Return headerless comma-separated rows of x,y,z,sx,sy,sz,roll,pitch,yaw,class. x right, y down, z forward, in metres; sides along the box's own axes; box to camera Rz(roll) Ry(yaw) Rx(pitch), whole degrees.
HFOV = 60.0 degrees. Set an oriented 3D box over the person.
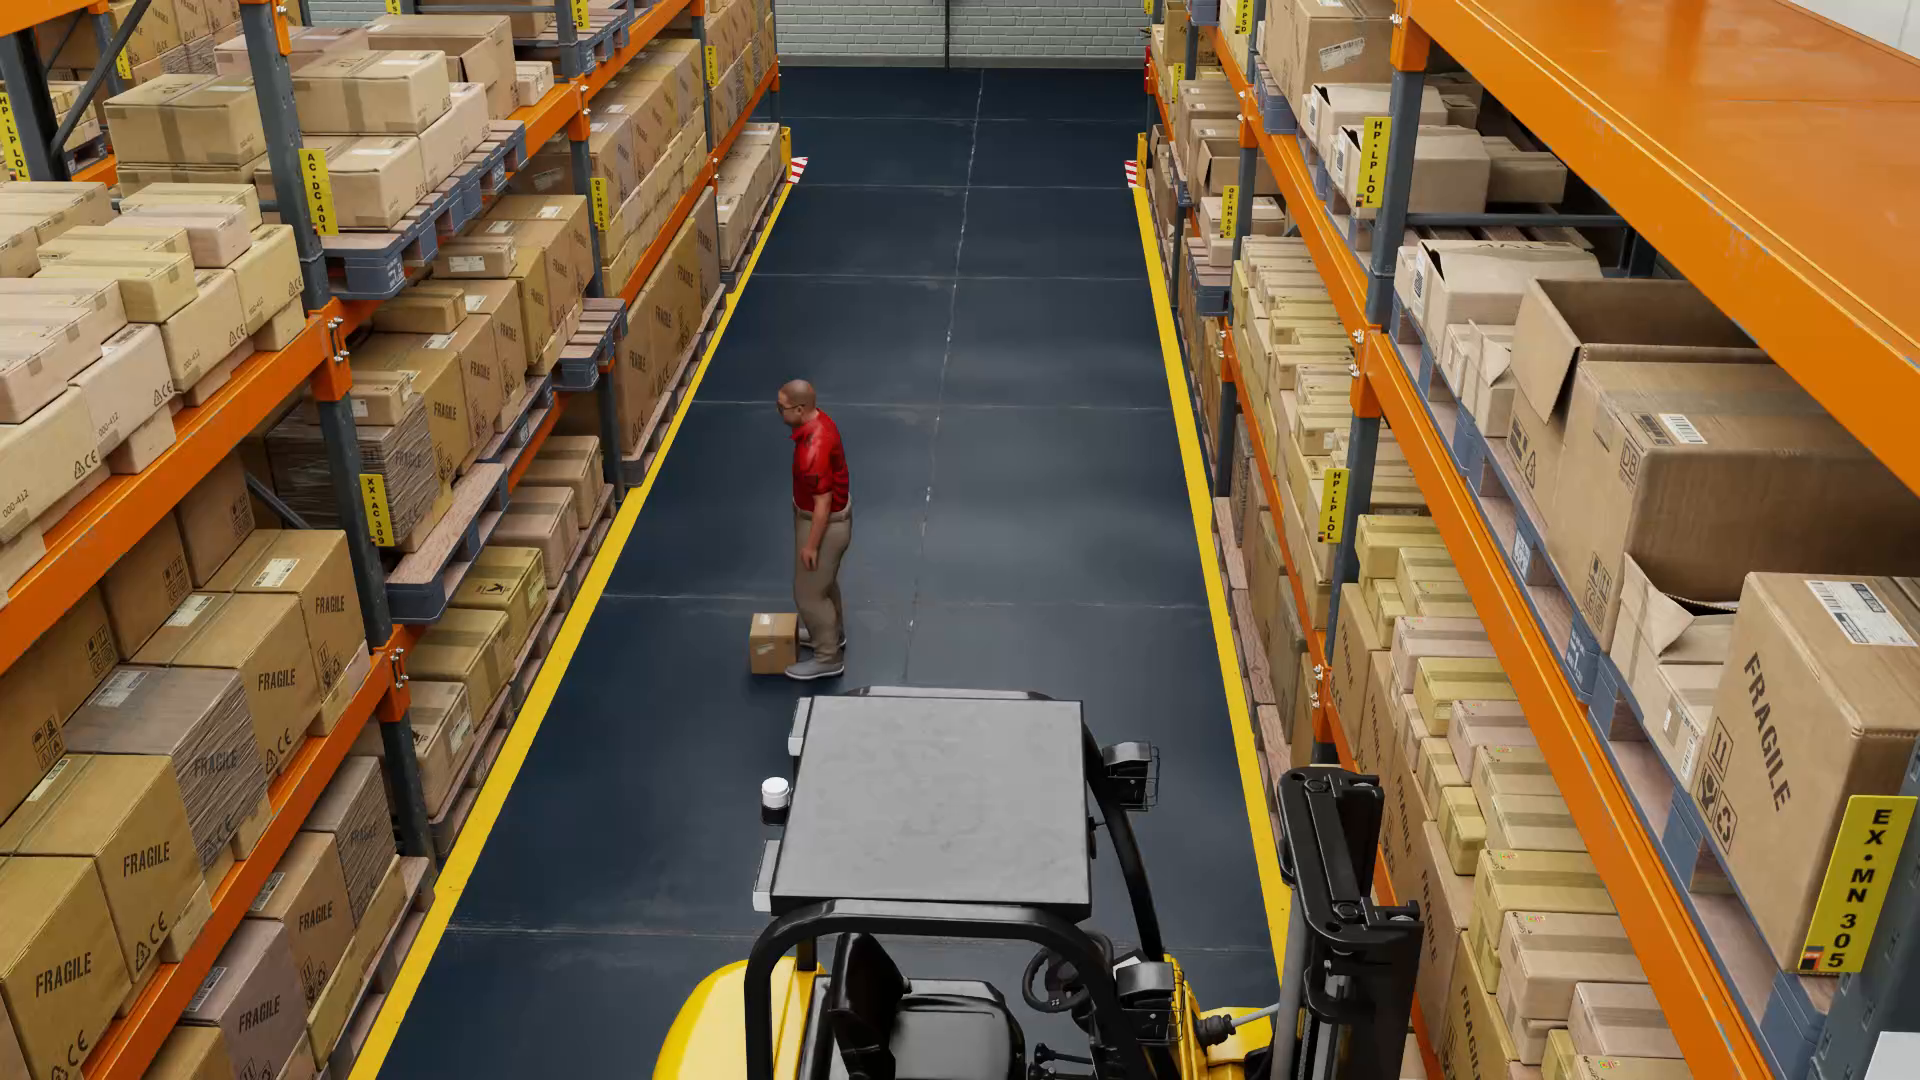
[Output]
-0.783,-0.073,9.010,0.393,1.725,0.593,0,28,-1,person
